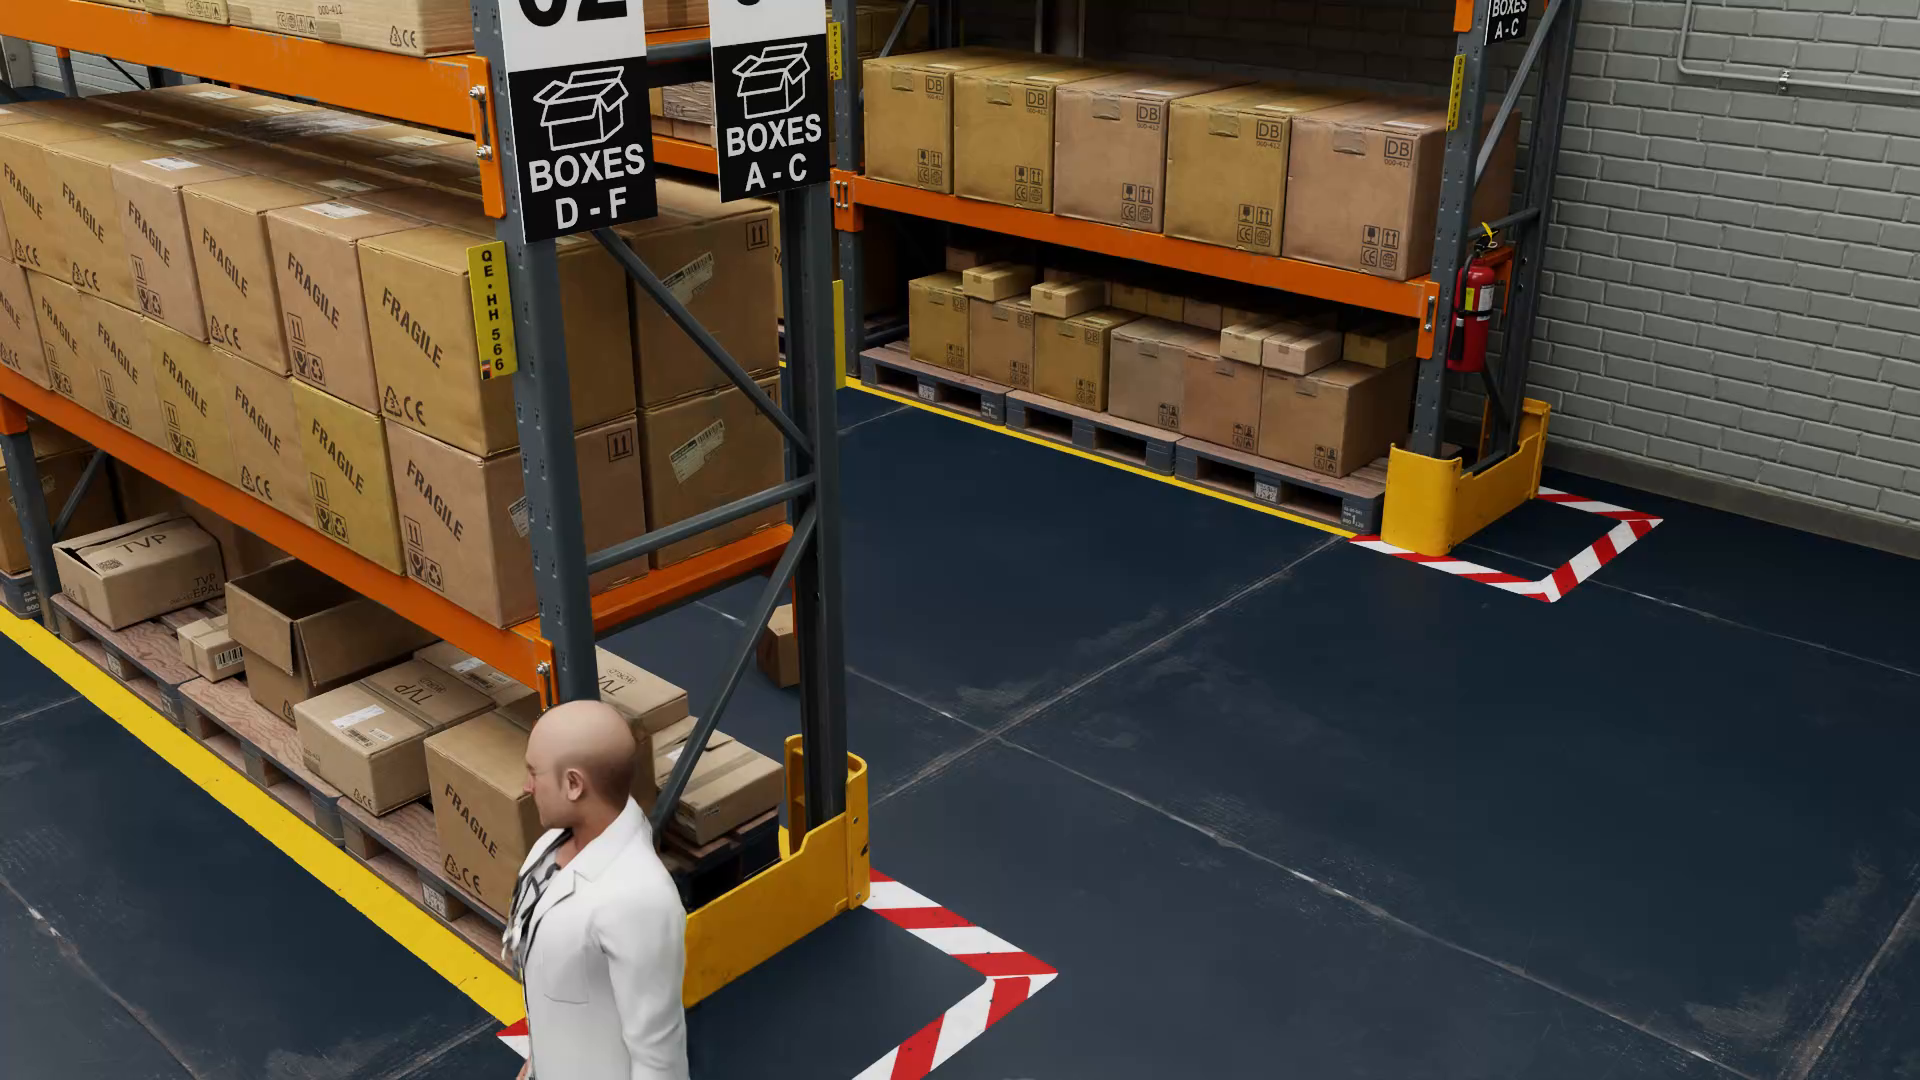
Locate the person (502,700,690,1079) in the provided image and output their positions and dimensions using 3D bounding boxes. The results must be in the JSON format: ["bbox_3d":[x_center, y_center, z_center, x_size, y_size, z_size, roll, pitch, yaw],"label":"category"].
[{"bbox_3d":[-0.694,1.140,3.480,0.761,1.748,0.580,-9,25,-21],"label":"person"}]
